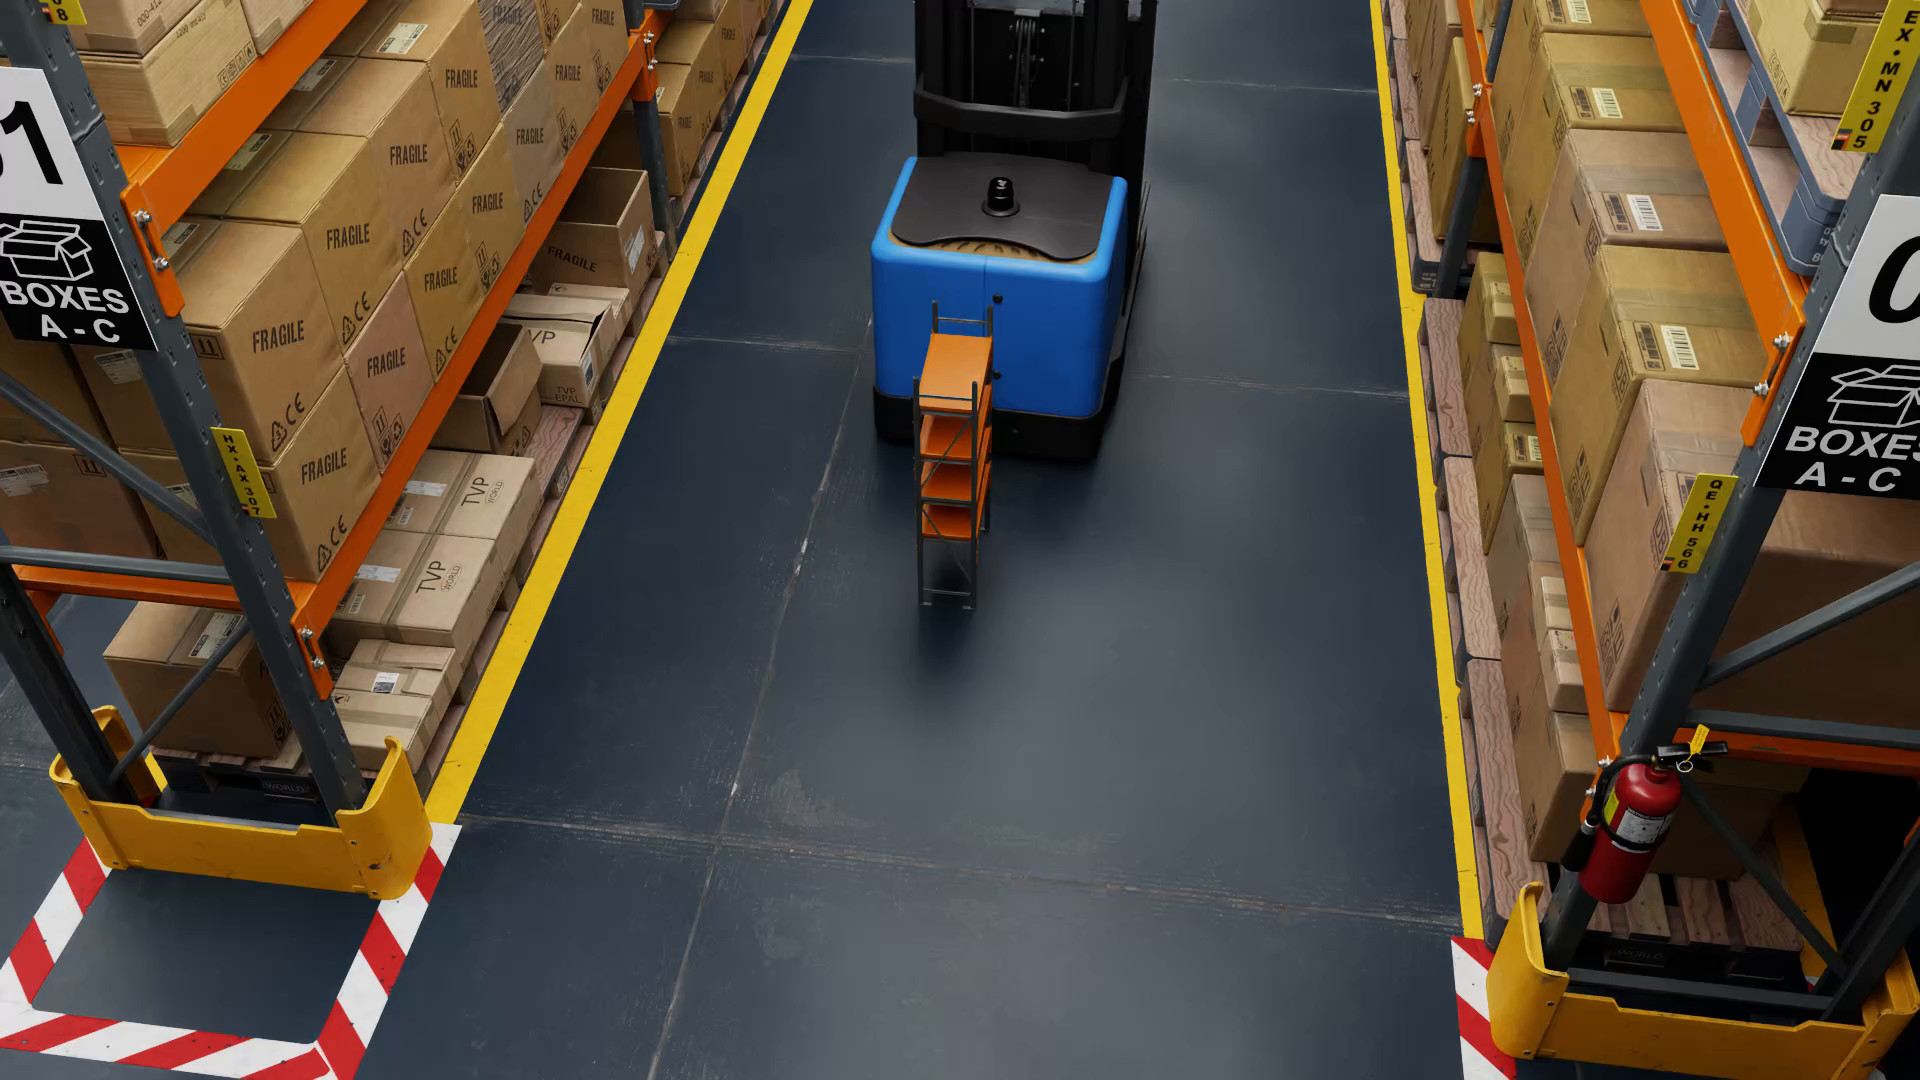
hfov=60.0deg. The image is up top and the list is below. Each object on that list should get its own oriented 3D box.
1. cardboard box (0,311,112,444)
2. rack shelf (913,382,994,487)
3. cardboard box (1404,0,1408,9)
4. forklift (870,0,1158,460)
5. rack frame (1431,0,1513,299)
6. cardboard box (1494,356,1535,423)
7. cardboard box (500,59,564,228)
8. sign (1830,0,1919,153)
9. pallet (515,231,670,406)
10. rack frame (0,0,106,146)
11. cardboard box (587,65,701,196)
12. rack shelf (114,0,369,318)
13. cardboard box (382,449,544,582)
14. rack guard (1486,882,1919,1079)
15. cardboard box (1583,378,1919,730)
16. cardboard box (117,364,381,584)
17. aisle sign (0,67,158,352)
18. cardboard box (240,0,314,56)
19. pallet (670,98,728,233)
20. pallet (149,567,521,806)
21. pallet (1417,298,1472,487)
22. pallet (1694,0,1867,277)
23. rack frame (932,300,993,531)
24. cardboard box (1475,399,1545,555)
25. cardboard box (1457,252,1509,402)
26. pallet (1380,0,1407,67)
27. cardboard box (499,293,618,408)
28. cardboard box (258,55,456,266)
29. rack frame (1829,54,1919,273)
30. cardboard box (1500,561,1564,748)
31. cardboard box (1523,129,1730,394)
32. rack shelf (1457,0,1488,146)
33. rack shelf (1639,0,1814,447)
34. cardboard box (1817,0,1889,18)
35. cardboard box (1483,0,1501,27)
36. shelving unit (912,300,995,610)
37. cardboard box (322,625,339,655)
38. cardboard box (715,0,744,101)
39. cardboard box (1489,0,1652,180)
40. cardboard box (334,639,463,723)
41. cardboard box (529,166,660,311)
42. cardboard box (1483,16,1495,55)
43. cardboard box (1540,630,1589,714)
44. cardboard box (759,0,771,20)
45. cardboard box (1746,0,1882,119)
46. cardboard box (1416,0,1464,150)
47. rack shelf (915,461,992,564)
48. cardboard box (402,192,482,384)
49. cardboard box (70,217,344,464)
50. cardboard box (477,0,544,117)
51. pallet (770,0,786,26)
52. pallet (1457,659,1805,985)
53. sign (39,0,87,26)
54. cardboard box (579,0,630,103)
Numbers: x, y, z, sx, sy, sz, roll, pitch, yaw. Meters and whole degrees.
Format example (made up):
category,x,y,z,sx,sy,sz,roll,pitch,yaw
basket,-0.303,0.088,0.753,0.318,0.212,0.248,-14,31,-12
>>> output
category,x,y,z,sx,sy,sz,roll,pitch,yaw
cardboard box,-2.759,-0.648,4.975,0.500,0.500,0.500,5,44,5
rack shelf,-0.022,-0.436,6.633,0.258,0.148,0.480,5,44,6
cardboard box,3.196,-3.807,10.369,0.750,0.750,0.750,5,44,5
forklift,0.382,-2.453,7.731,1.130,2.935,3.031,7,44,8
rack frame,2.894,-2.198,7.412,1.000,3.000,0.127,5,44,6
cardboard box,2.399,-0.606,6.771,0.380,0.149,0.250,4,44,4
cardboard box,-1.960,-1.617,6.725,0.500,0.500,0.500,6,44,6
sign,1.830,-0.913,3.287,0.100,0.325,0.005,5,44,6
pallet,-2.108,-1.166,8.350,1.003,0.211,1.213,5,44,6
rack frame,-2.545,-2.098,2.943,1.000,3.000,0.127,5,44,6
cardboard box,-1.711,-2.206,8.918,0.500,0.500,0.500,3,44,4
rack shelf,-2.281,-2.111,5.662,1.077,0.370,4.000,5,44,6
cardboard box,-2.060,-0.108,6.884,0.500,0.250,0.500,5,44,6
rack guard,2.362,1.452,5.375,1.175,0.500,0.348,5,44,6
cardboard box,2.423,0.070,4.798,0.980,0.700,0.700,7,44,7
cardboard box,-2.225,-0.235,5.266,0.500,0.500,0.500,6,44,6
aisle sign,-2.263,-0.791,4.035,0.394,0.787,0.004,5,44,6
cardboard box,-2.146,-1.621,4.730,0.500,0.250,0.500,5,44,6
pallet,-1.946,-2.191,9.433,1.003,0.211,1.213,5,44,6
pallet,-2.431,0.497,6.594,1.003,0.211,1.213,5,44,6
pallet,2.716,-0.675,7.831,1.003,0.211,1.213,5,44,6
pallet,2.453,-1.036,4.067,1.003,0.211,1.213,5,44,6
rack frame,0.010,-0.489,6.916,0.240,1.200,0.015,5,44,6
cardboard box,2.554,-0.251,6.868,0.700,0.500,0.500,6,44,6
cardboard box,2.694,-0.943,7.599,0.700,0.500,0.500,6,44,6
pallet,3.244,-3.381,10.690,1.003,0.211,1.213,5,44,6
cardboard box,-1.910,-0.904,7.681,0.500,0.311,0.500,5,44,6
cardboard box,-2.092,-1.295,5.659,0.500,0.500,0.500,6,44,6
rack frame,2.366,-1.651,2.471,1.000,3.000,0.127,5,44,6
cardboard box,2.425,0.456,6.122,0.700,0.500,0.500,5,44,5
cardboard box,2.618,-0.945,5.871,0.980,0.700,0.700,3,44,3
rack shelf,3.159,-3.300,9.099,1.077,0.370,4.000,5,44,6
rack shelf,2.630,-1.663,5.189,1.077,0.370,4.000,5,44,6
cardboard box,2.192,-1.492,3.670,0.500,0.500,0.500,5,44,5
cardboard box,2.706,-2.687,7.625,0.500,0.500,0.500,5,44,5
shelving unit,-0.022,-0.323,6.741,0.258,1.200,0.503,5,44,6
cardboard box,-2.575,0.288,6.527,0.380,0.166,0.250,5,44,6
cardboard box,-1.578,-2.910,9.662,0.500,0.500,0.500,6,44,6
cardboard box,2.807,-1.939,6.920,0.980,0.700,0.700,6,44,6
cardboard box,-2.116,0.525,6.277,0.380,0.166,0.250,5,44,6
cardboard box,-1.810,-1.484,8.156,0.500,0.500,0.500,5,44,6
cardboard box,2.659,-2.371,7.762,0.380,0.149,0.250,6,44,6
cardboard box,2.195,0.457,5.649,0.380,0.149,0.250,5,44,5
cardboard box,-1.447,-3.613,10.404,0.500,0.500,0.500,4,44,4
cardboard box,2.199,-1.219,3.927,0.500,0.250,0.500,6,44,7
cardboard box,2.966,-2.631,9.127,0.750,0.750,0.750,6,44,7
rack shelf,-0.022,-0.130,6.923,0.258,0.148,0.480,5,44,6
cardboard box,-2.093,-0.929,5.999,0.500,0.500,0.500,5,44,5
cardboard box,-2.225,-0.598,4.922,0.500,0.500,0.500,6,44,7
cardboard box,-1.958,-1.984,6.386,0.500,0.500,0.500,6,44,6
pallet,-1.624,-3.854,11.189,1.003,0.211,1.213,5,44,6
pallet,2.394,0.988,6.075,1.003,0.211,1.213,5,44,6
sign,-2.007,-1.277,3.622,0.100,0.325,0.005,5,44,6
cardboard box,-1.828,-2.318,7.466,0.500,0.500,0.500,6,44,6
